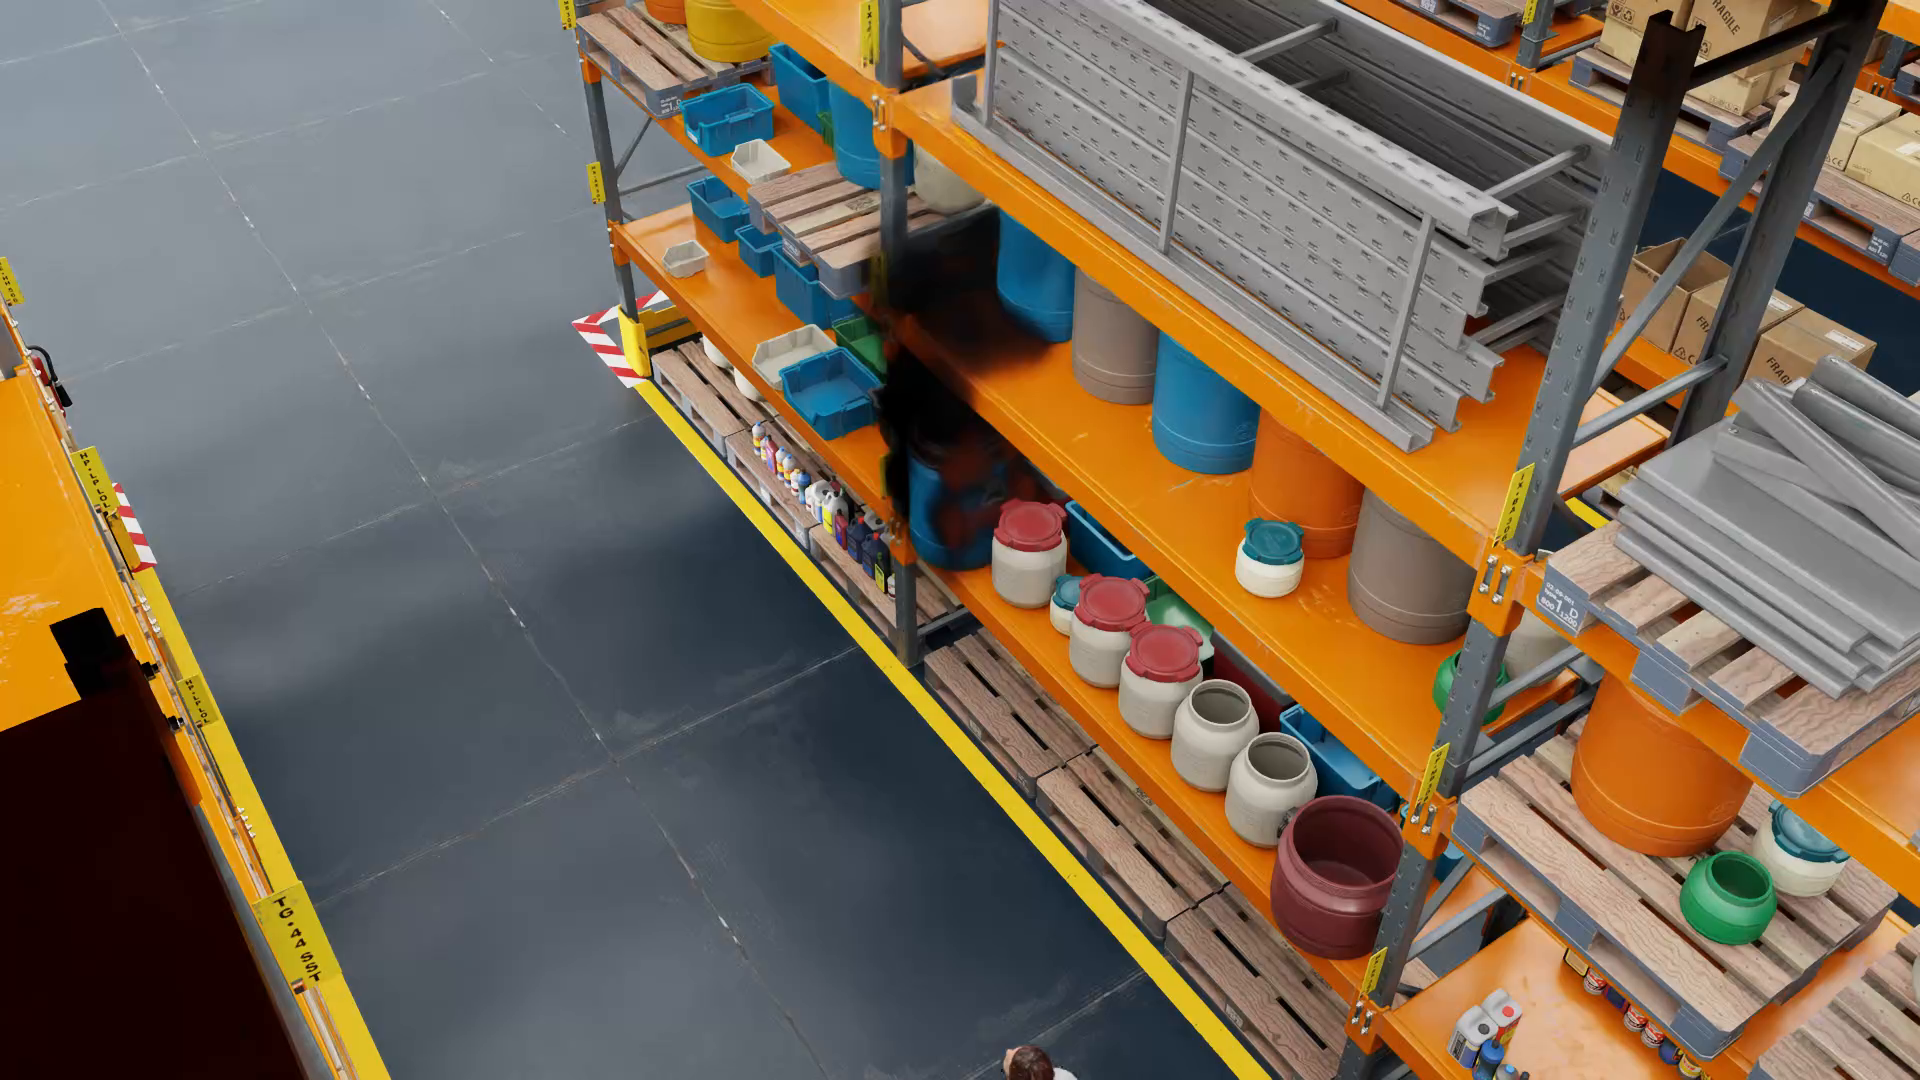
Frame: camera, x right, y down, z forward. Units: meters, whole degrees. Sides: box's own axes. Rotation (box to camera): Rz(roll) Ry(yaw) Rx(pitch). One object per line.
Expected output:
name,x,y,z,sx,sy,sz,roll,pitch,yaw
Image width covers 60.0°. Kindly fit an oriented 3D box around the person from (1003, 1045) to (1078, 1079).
person,0.274,2.677,7.325,0.604,1.514,0.634,-31,51,-30
